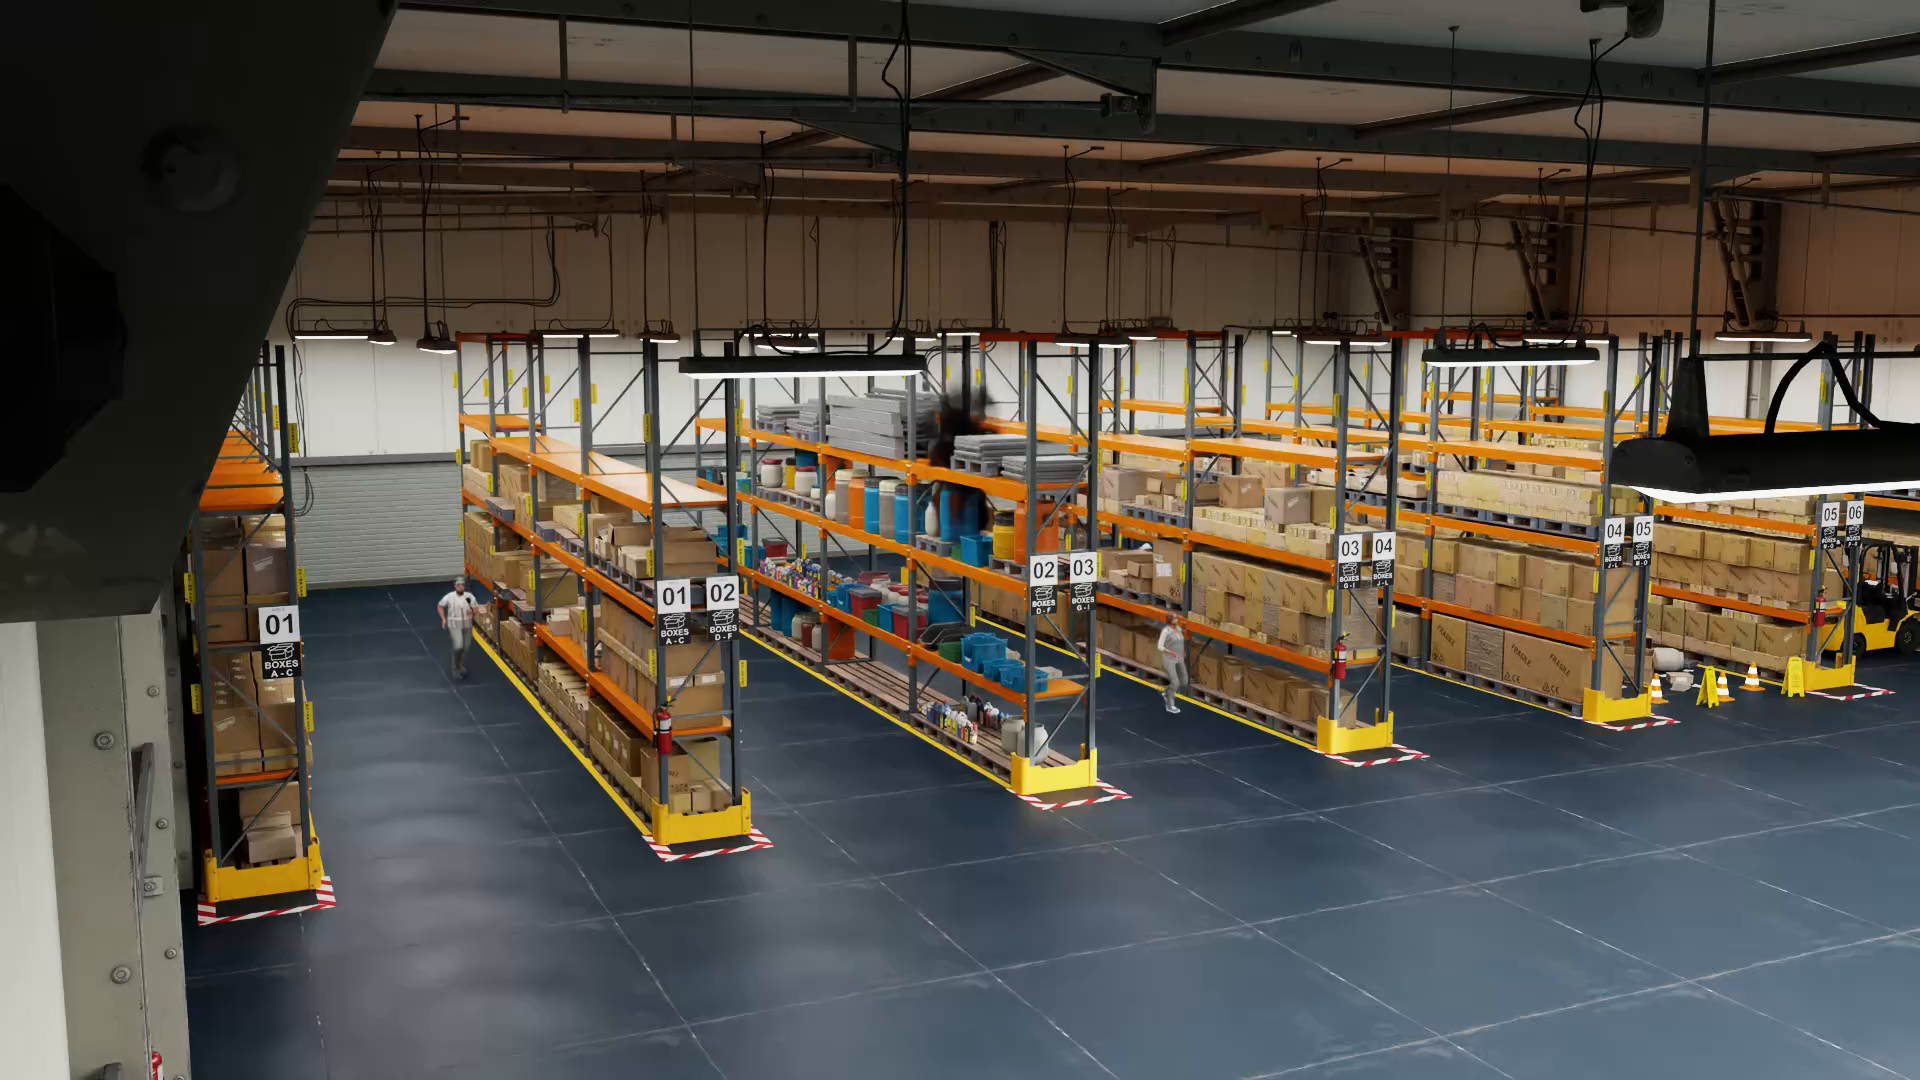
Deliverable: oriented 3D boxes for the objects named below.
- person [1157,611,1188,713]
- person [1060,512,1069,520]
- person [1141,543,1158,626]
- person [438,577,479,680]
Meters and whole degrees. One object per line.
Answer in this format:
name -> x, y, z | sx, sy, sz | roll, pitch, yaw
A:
person -> 3.257, 1.858, 25.348 | 0.532, 1.562, 0.515 | -6, 10, -39
person -> 2.509, -0.008, 41.360 | 0.750, 1.549, 0.563 | 7, 10, 40
person -> 3.716, 0.986, 33.152 | 0.692, 1.857, 0.727 | -4, 9, -30
person -> -8.744, 1.544, 29.141 | 0.633, 1.809, 0.726 | -5, 9, -34
